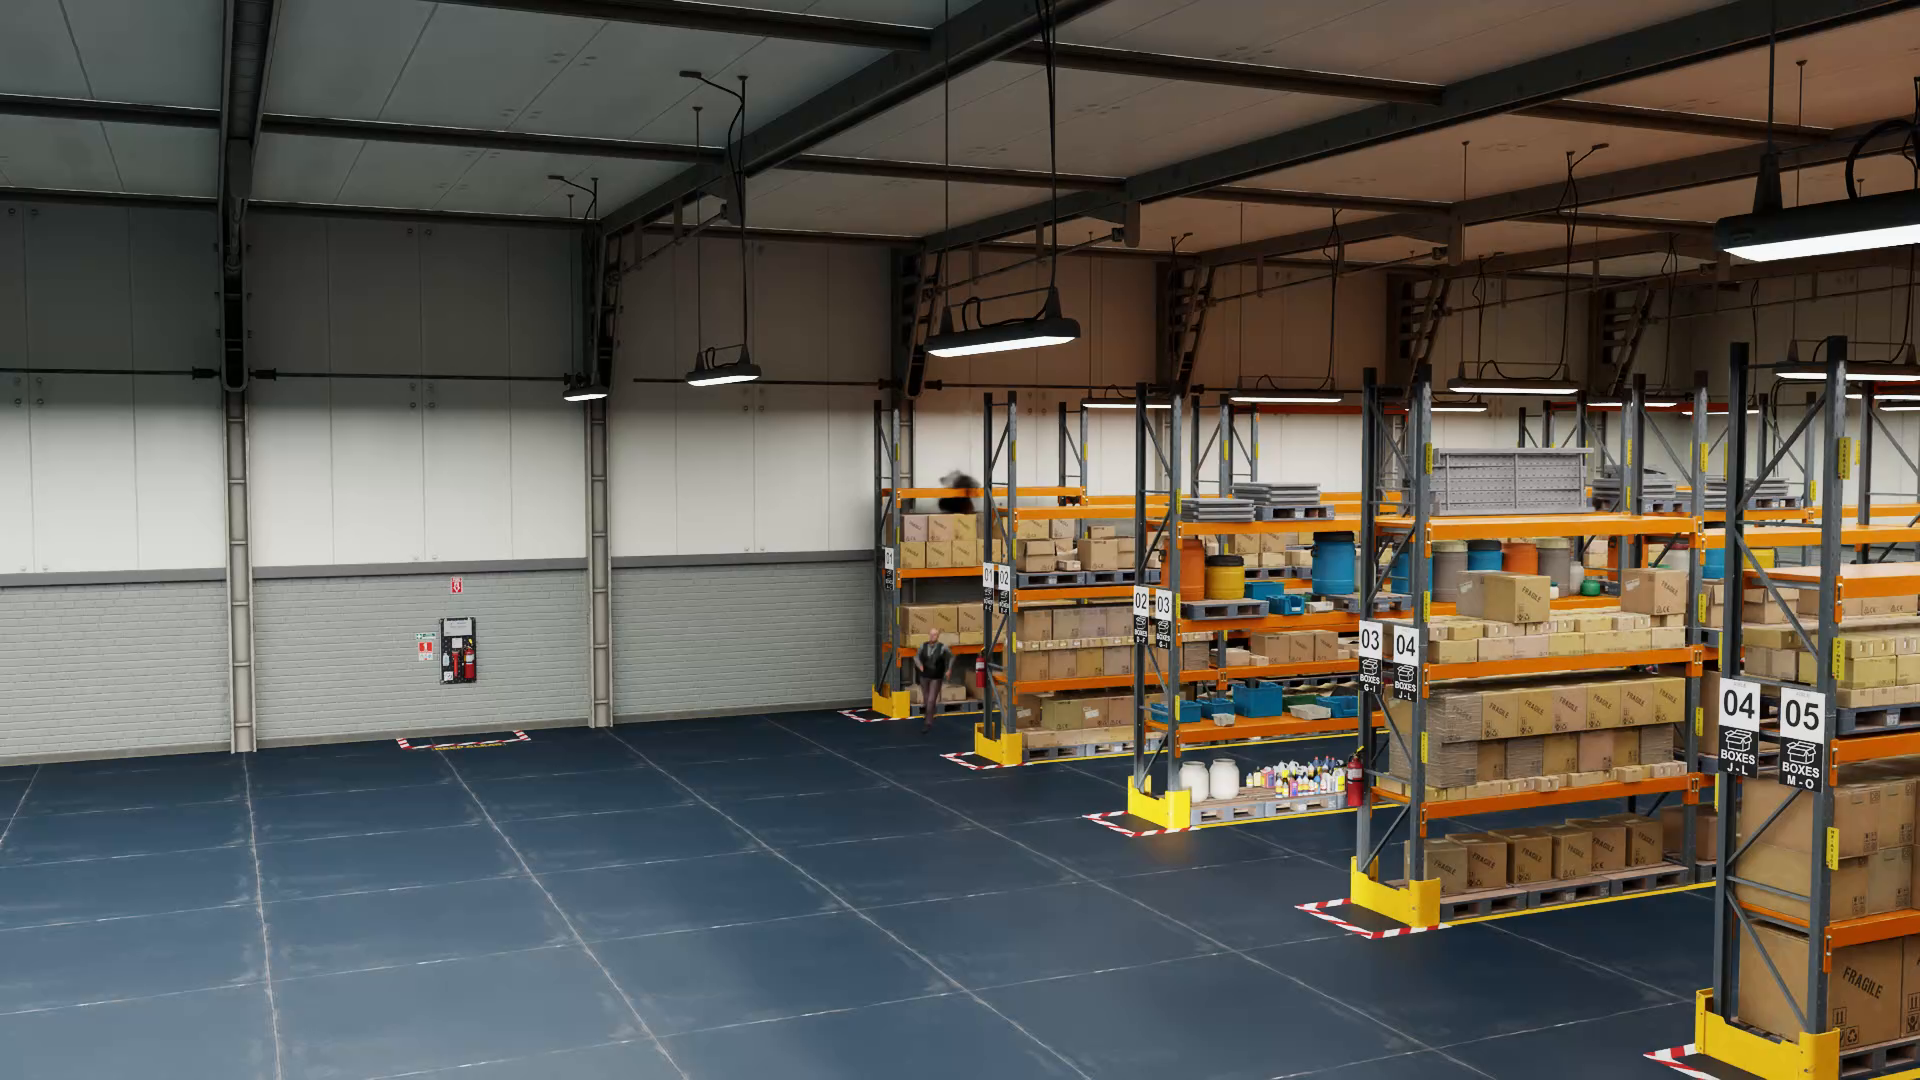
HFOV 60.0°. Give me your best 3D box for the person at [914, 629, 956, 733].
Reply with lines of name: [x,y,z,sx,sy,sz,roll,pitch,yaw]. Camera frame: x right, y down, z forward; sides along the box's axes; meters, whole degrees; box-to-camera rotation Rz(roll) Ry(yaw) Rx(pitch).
person: [-0.448,2.386,28.212,0.716,1.778,0.846,1,3,14]
